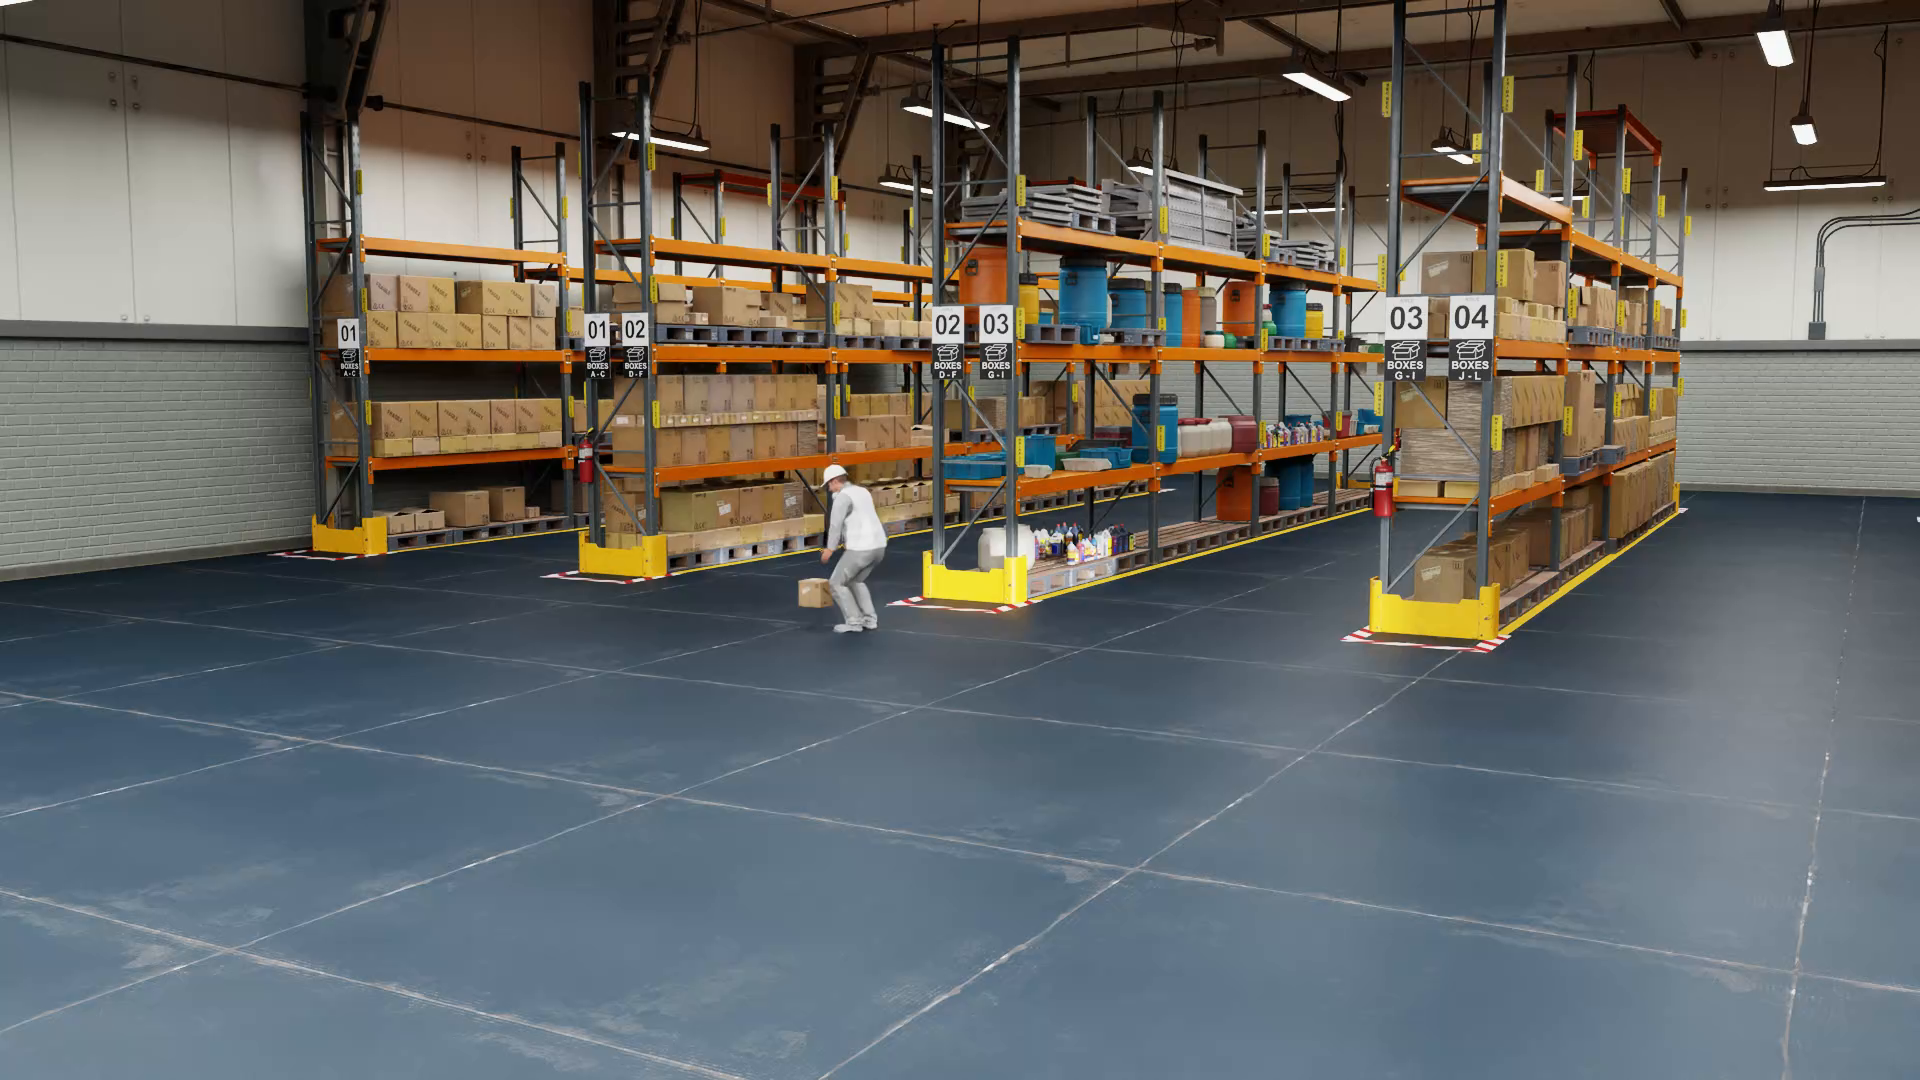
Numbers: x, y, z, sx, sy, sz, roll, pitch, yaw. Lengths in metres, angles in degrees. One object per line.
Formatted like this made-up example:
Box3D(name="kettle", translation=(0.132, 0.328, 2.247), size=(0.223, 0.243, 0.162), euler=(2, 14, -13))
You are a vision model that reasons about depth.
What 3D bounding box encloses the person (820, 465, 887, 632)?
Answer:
Box3D(name="person", translation=(-1.051, 0.077, 16.108), size=(0.627, 1.607, 0.583), euler=(3, 7, 29))
